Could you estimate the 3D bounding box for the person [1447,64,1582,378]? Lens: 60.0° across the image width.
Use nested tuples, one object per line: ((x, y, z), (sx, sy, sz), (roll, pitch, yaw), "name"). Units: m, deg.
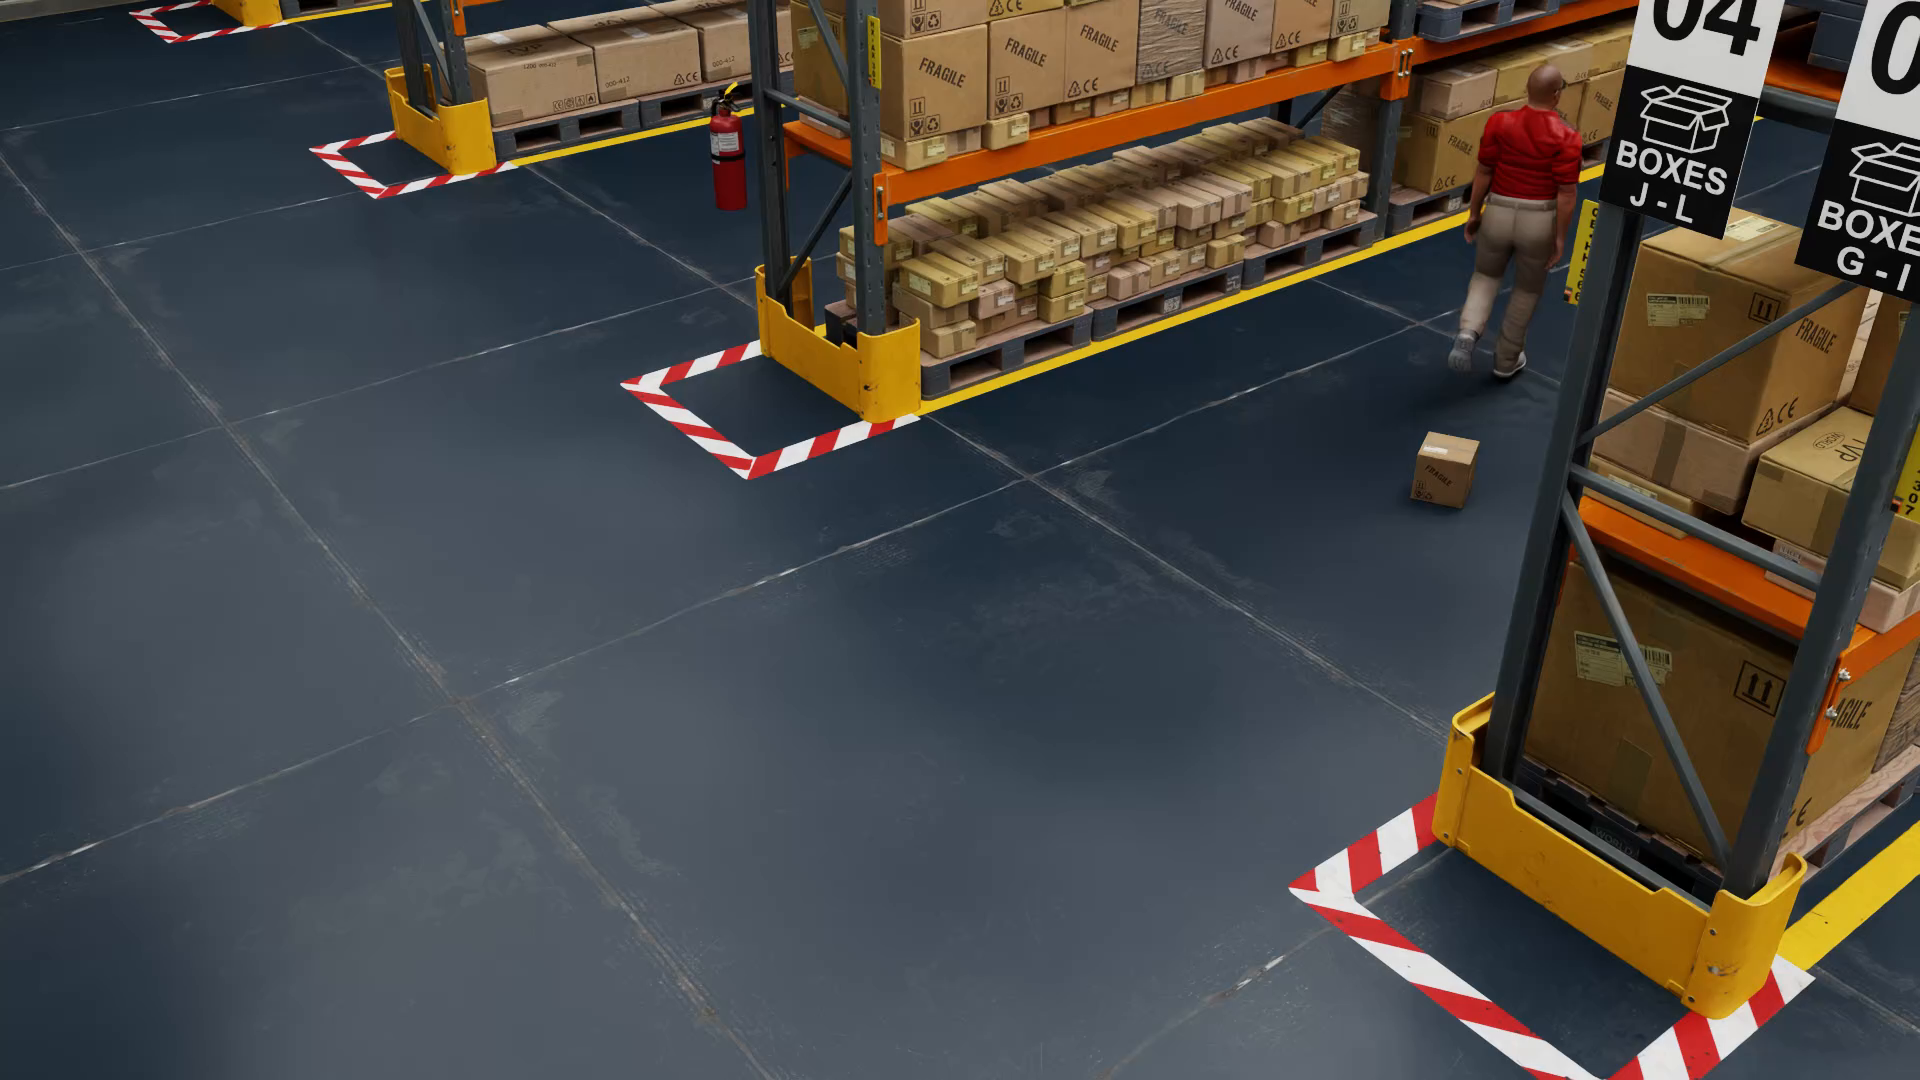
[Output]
((2.927, -1.648, 8.745), (0.554, 1.713, 0.577), (19, 37, 28), "person")
